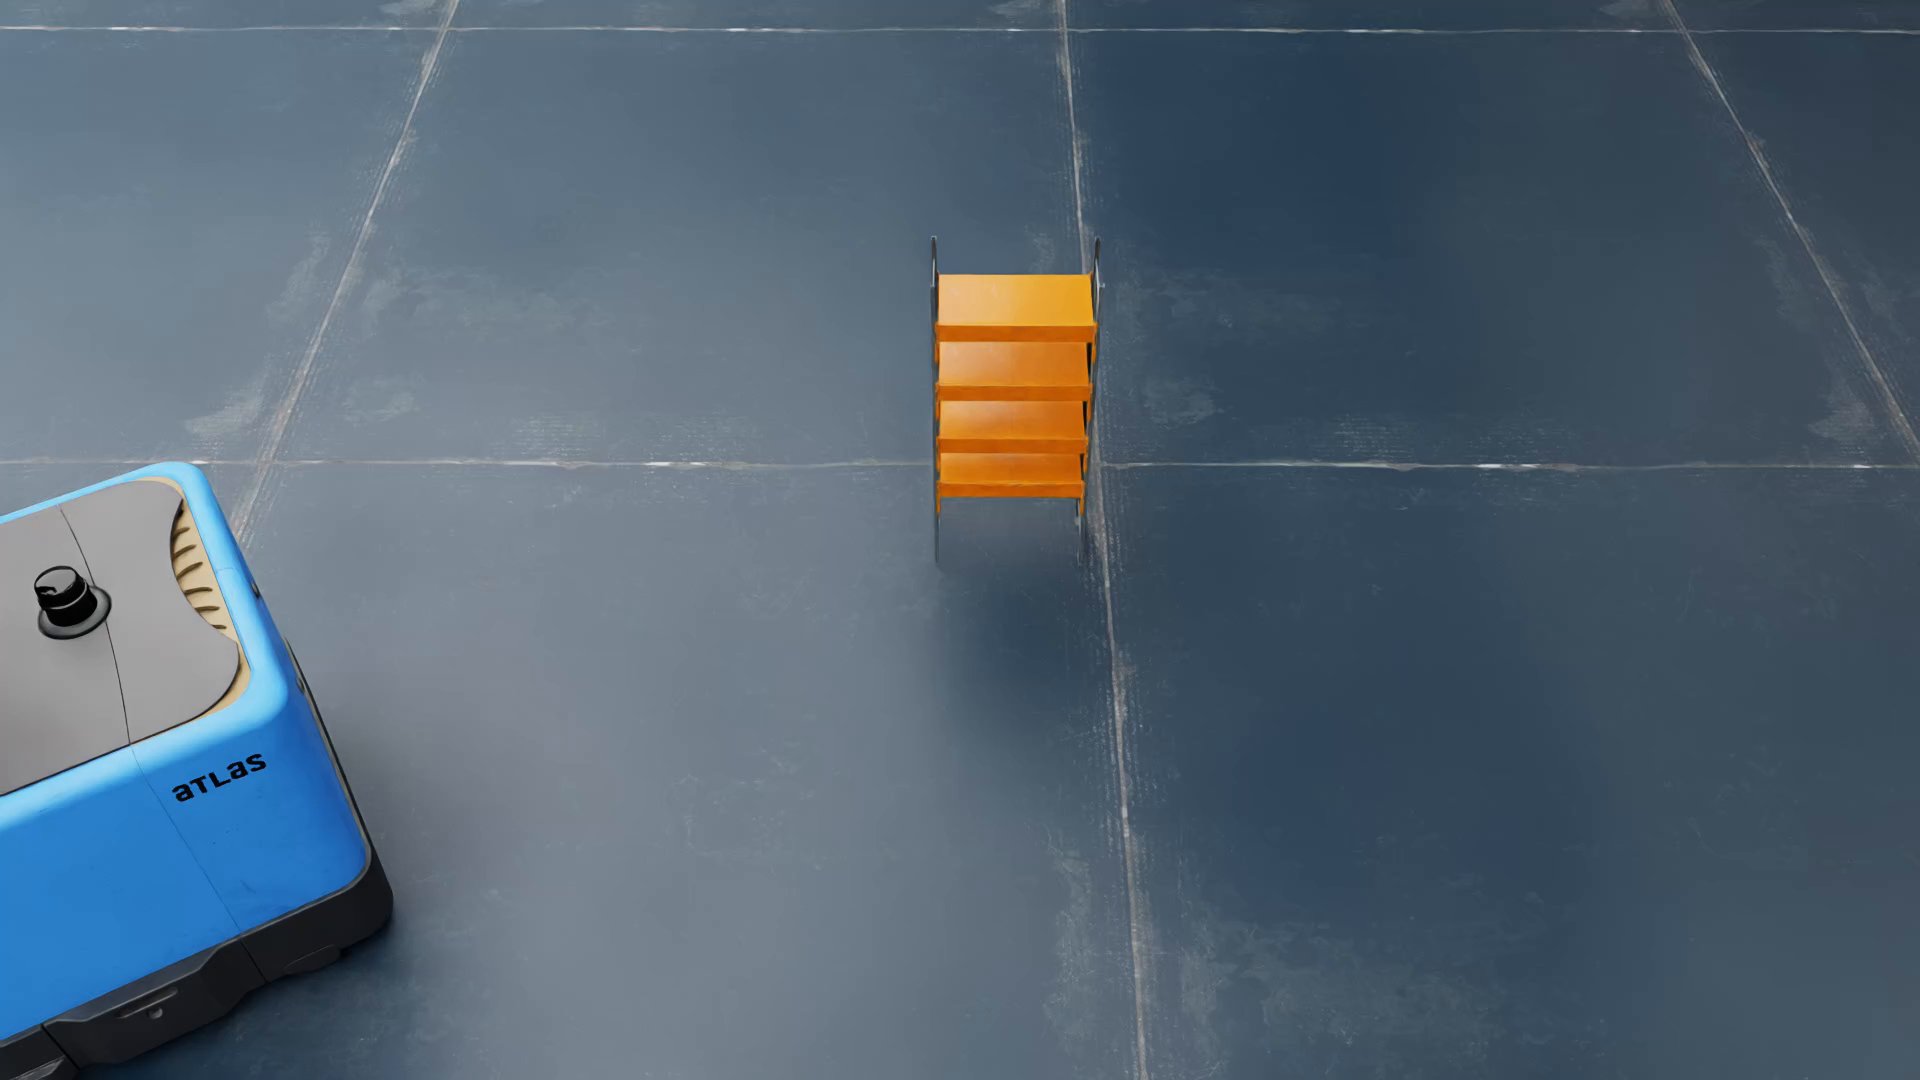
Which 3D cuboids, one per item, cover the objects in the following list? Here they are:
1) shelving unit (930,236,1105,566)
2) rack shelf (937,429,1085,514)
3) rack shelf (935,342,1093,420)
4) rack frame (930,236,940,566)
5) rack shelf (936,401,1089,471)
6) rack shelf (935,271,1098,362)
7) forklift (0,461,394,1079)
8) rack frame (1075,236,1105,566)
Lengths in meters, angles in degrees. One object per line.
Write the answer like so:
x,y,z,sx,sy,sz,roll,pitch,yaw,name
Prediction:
0.166,-0.408,5.310,0.503,1.200,0.258,0,47,0,shelving unit
0.166,-0.227,5.505,0.480,0.148,0.258,0,47,0,rack shelf
0.166,-0.515,5.196,0.480,0.148,0.258,0,47,0,rack shelf
-0.078,-0.409,5.311,0.015,1.200,0.240,0,47,0,rack frame
0.166,-0.363,5.360,0.480,0.148,0.258,0,47,0,rack shelf
0.166,-0.676,5.023,0.480,0.148,0.258,0,47,0,rack shelf
-3.131,0.346,3.425,3.031,2.935,1.130,-23,51,-20,forklift
0.410,-0.408,5.310,0.015,1.200,0.240,0,47,0,rack frame
